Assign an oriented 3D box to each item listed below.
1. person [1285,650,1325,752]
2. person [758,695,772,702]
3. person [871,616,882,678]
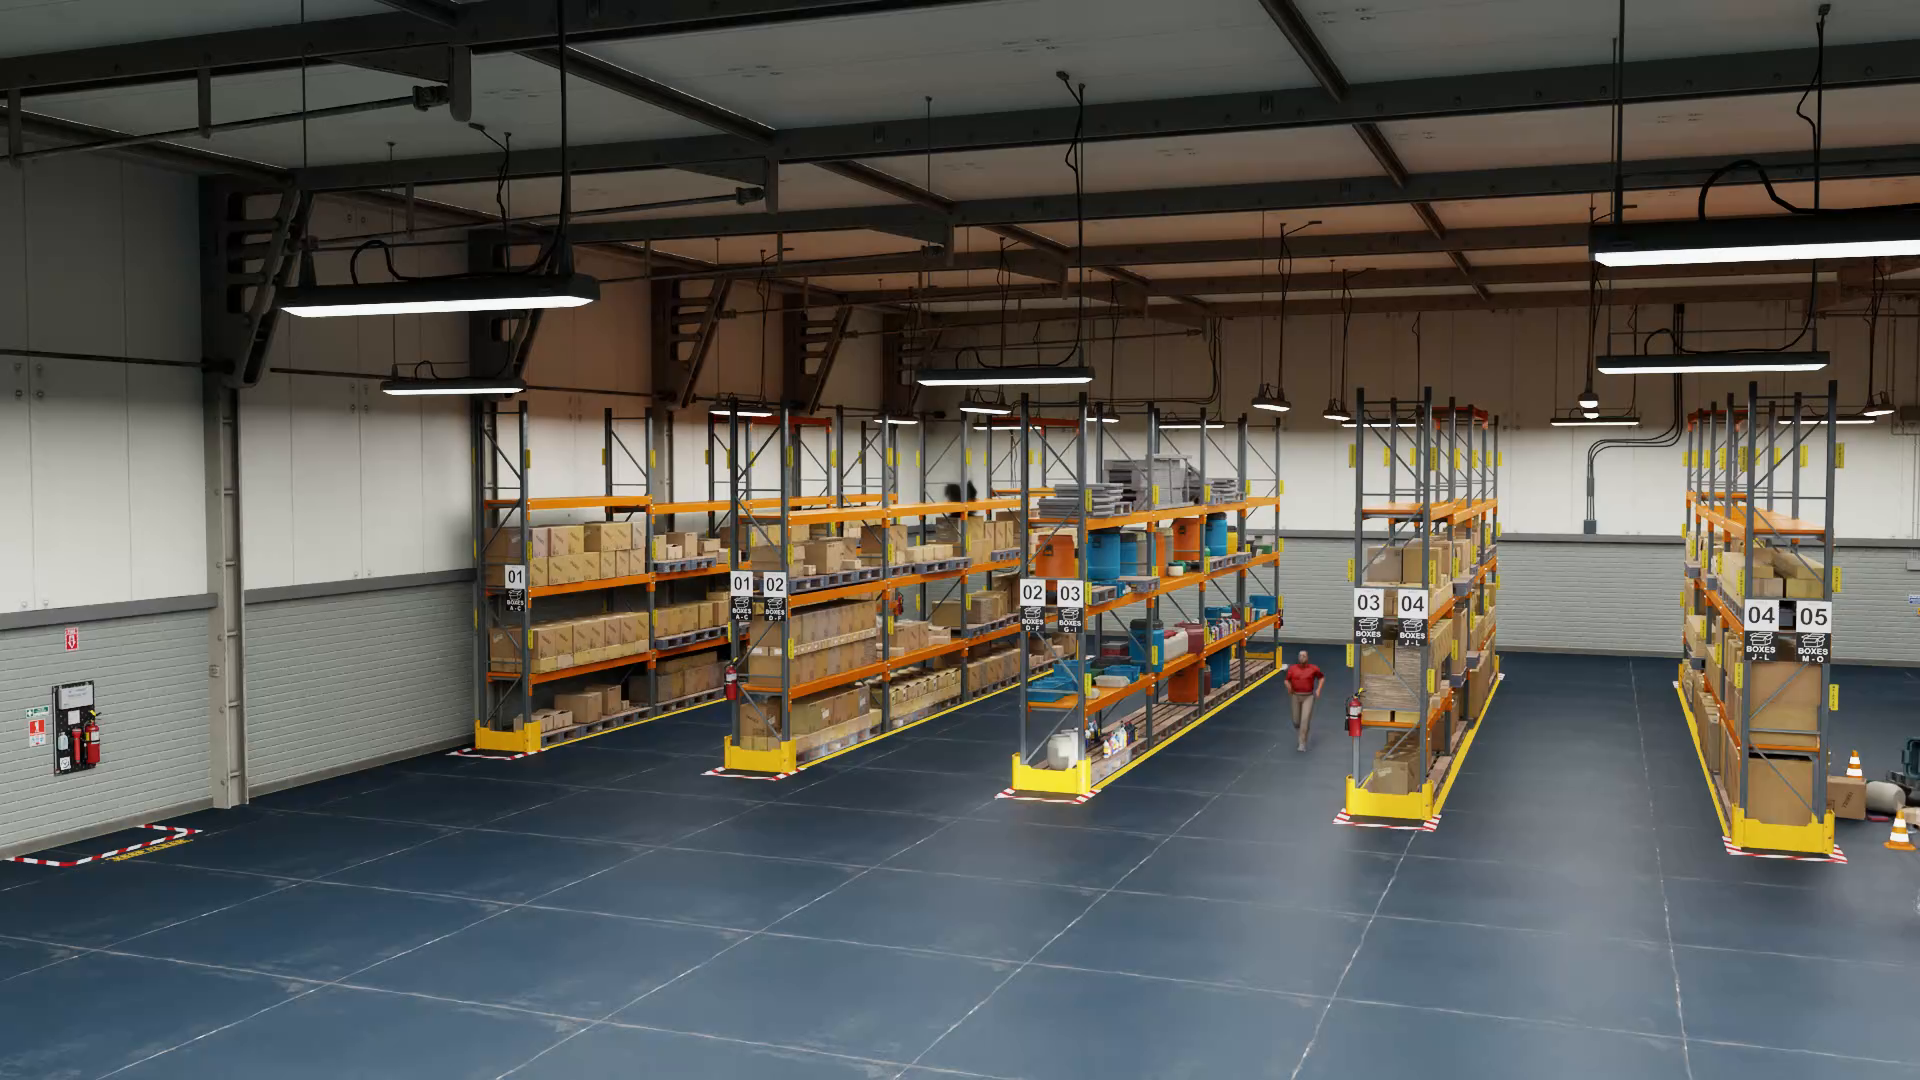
[{"bbox_3d":[5.960,2.764,28.819,0.678,1.699,0.896,1,3,20],"label":"person"},{"bbox_3d":[-3.675,2.557,31.471,0.673,1.784,0.865,0,3,10],"label":"person"},{"bbox_3d":[-2.009,2.175,36.055,0.609,1.658,0.533,1,3,17],"label":"person"}]
